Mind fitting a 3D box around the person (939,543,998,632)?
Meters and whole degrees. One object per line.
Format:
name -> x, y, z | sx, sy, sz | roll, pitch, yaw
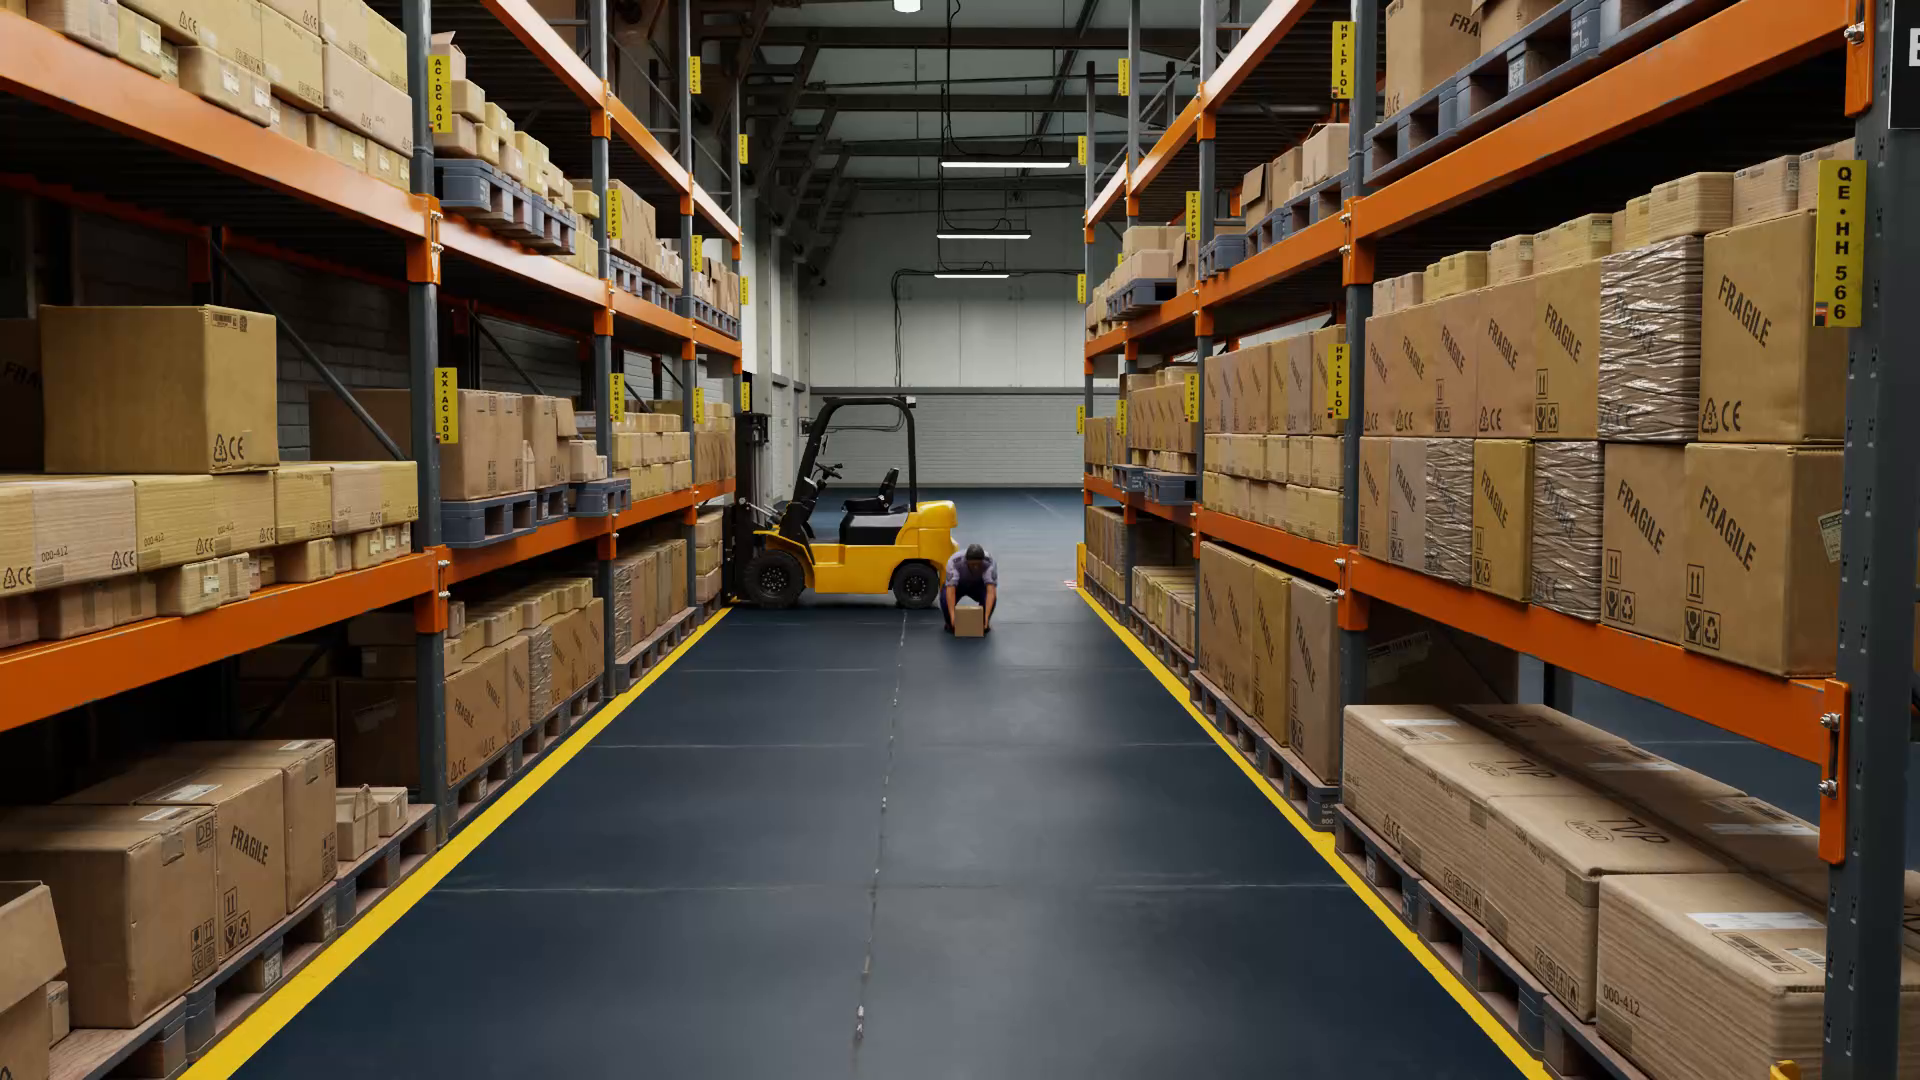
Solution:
person -> 0.075, 0.421, 15.082 | 0.527, 0.822, 0.821 | 0, 4, -1
